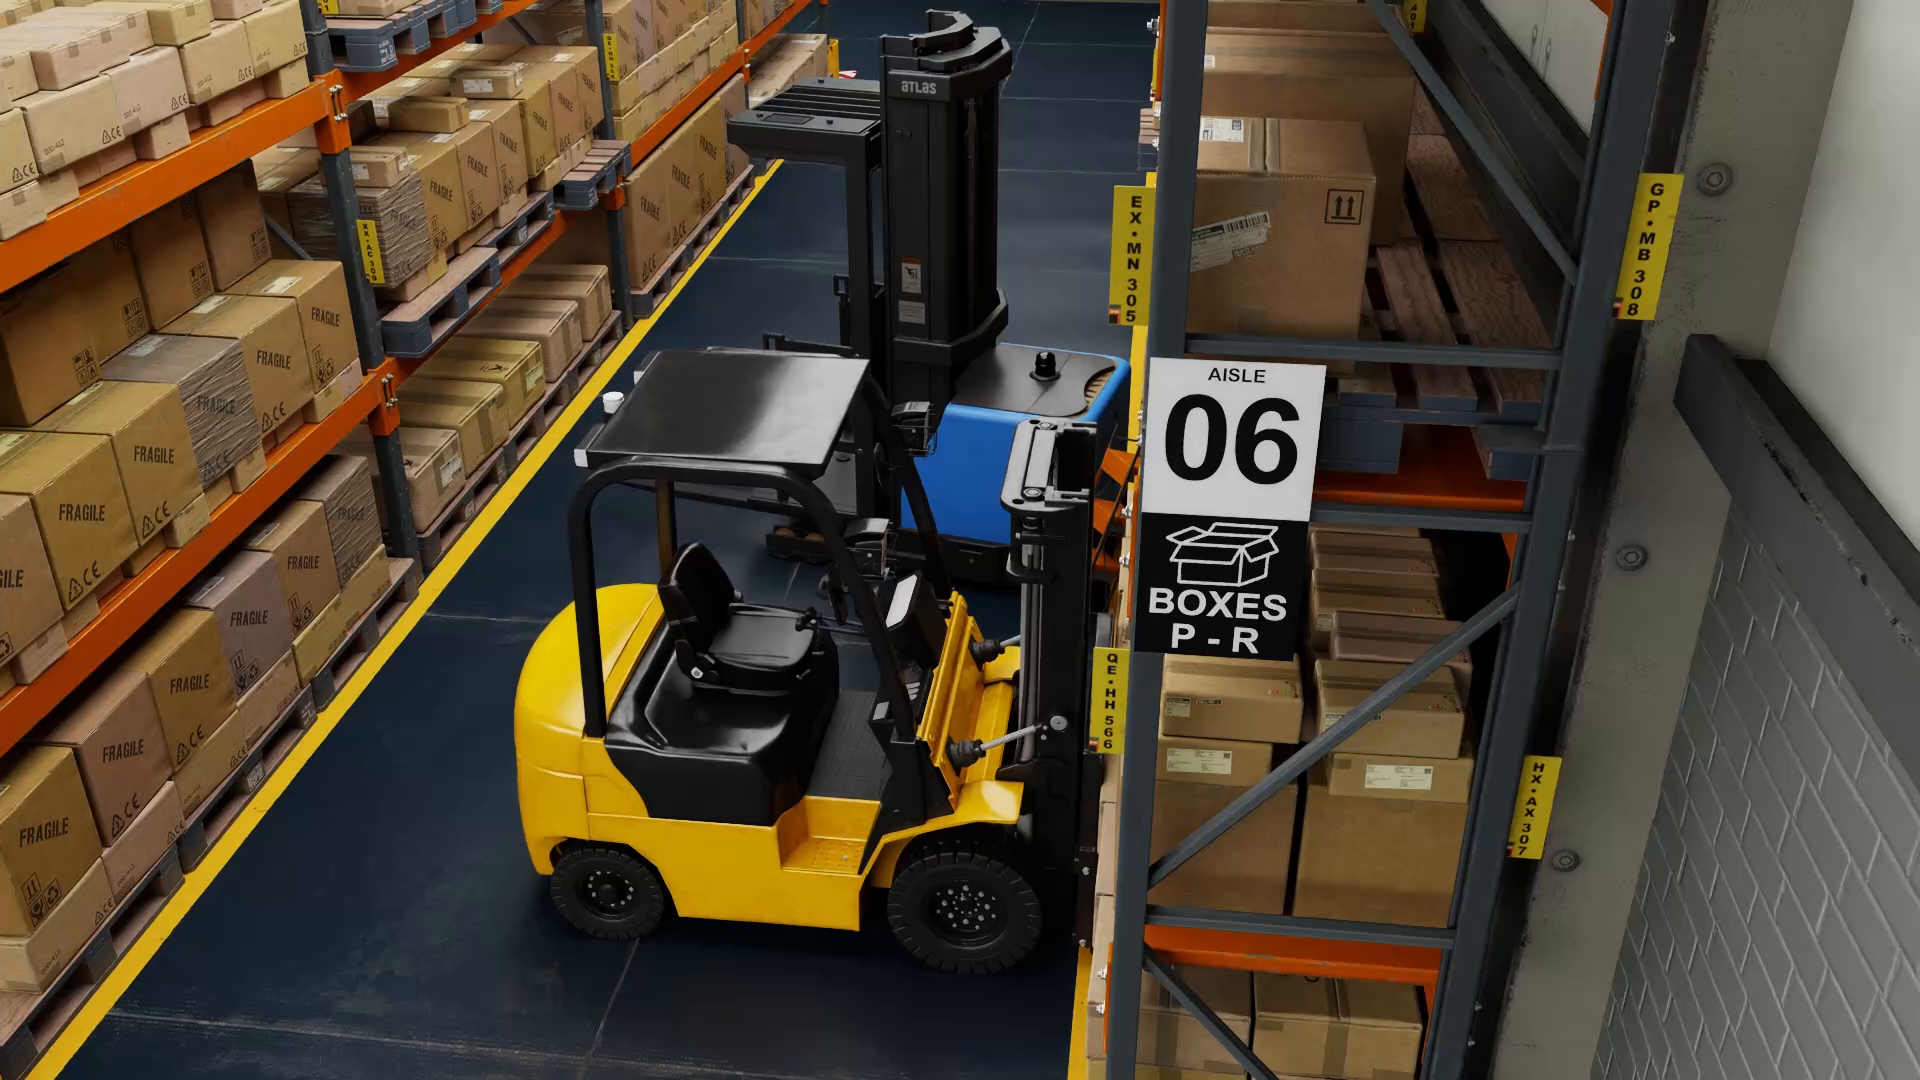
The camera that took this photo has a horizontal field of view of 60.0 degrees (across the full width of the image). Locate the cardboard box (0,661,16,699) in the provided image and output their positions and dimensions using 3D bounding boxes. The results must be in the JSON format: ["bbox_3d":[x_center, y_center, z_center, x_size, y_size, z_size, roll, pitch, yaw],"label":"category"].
[{"bbox_3d":[-3.621,0.510,5.906,0.380,0.149,0.250,2,28,5],"label":"cardboard box"}]

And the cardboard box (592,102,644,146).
[{"bbox_3d":[-2.708,-3.128,12.552,0.500,0.250,0.500,3,28,5],"label":"cardboard box"}]

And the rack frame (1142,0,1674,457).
[{"bbox_3d":[0.929,-1.567,3.171,1.000,3.000,0.127,3,28,6],"label":"rack frame"}]

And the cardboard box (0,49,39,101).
[{"bbox_3d":[-3.534,-1.644,5.900,0.380,0.149,0.250,4,29,7],"label":"cardboard box"}]

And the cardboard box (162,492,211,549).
[{"bbox_3d":[-3.422,-0.096,7.030,0.380,0.149,0.250,4,29,7],"label":"cardboard box"}]

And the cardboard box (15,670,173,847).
[{"bbox_3d":[-3.562,0.861,6.654,0.500,0.500,0.500,2,28,4],"label":"cardboard box"}]

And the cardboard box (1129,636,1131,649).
[{"bbox_3d":[0.801,0.539,5.481,0.500,0.500,0.500,4,29,8],"label":"cardboard box"}]

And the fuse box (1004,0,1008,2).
[{"bbox_3d":[0.697,-8.642,23.987,0.539,1.711,0.414,3,28,6],"label":"fuse box"}]

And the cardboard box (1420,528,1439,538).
[{"bbox_3d":[1.449,-0.138,5.740,0.380,0.149,0.250,3,28,5],"label":"cardboard box"}]

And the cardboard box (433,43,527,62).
[{"bbox_3d":[-3.302,-3.140,11.554,0.500,0.500,0.500,3,28,5],"label":"cardboard box"}]

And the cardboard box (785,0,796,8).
[{"bbox_3d":[-2.014,-5.824,17.293,0.500,0.500,0.500,4,29,8],"label":"cardboard box"}]

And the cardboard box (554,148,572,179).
[{"bbox_3d":[-2.810,-2.515,11.079,0.380,0.149,0.250,2,28,4],"label":"cardboard box"}]

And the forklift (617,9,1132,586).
[{"bbox_3d":[-0.592,-1.385,9.231,3.031,2.935,1.130,9,30,16],"label":"forklift"}]

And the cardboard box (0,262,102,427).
[{"bbox_3d":[-3.923,-0.792,6.584,0.700,0.500,0.500,3,28,6],"label":"cardboard box"}]

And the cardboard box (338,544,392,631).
[{"bbox_3d":[-3.313,0.224,8.628,0.500,0.250,0.500,5,29,9],"label":"cardboard box"}]

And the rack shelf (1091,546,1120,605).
[{"bbox_3d":[0.689,0.185,8.851,0.215,0.259,0.240,9,22,-30],"label":"rack shelf"}]

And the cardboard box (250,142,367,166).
[{"bbox_3d":[-3.619,-1.920,9.289,0.500,0.500,0.500,4,29,6],"label":"cardboard box"}]

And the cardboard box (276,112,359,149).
[{"bbox_3d":[-3.604,-2.297,9.305,0.380,0.149,0.250,3,28,5],"label":"cardboard box"}]

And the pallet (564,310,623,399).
[{"bbox_3d":[-3.115,-1.383,12.095,1.003,0.211,1.213,3,28,6],"label":"pallet"}]

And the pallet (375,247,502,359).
[{"bbox_3d":[-3.270,-1.363,9.319,1.003,0.211,1.213,3,28,6],"label":"pallet"}]

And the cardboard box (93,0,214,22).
[{"bbox_3d":[-3.406,-2.251,7.027,0.380,0.149,0.250,4,29,7],"label":"cardboard box"}]

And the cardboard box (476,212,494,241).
[{"bbox_3d":[-3.023,-1.902,9.939,0.380,0.149,0.250,4,29,7],"label":"cardboard box"}]

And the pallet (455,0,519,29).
[{"bbox_3d":[-3.202,-3.106,9.389,1.213,0.211,1.003,3,28,6],"label":"pallet"}]

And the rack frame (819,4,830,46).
[{"bbox_3d":[-2.037,-6.744,19.106,1.000,3.000,0.127,3,28,6],"label":"rack frame"}]

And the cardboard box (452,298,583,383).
[{"bbox_3d":[-3.179,-1.394,11.502,0.950,0.372,0.625,3,28,5],"label":"cardboard box"}]

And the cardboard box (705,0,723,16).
[{"bbox_3d":[-2.389,-4.877,14.480,0.500,0.500,0.500,4,29,7],"label":"cardboard box"}]

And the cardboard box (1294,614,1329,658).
[{"bbox_3d":[1.233,0.361,5.129,0.380,0.149,0.250,3,28,5],"label":"cardboard box"}]

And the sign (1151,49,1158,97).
[{"bbox_3d":[1.369,-3.194,11.379,0.100,0.325,0.005,3,28,6],"label":"sign"}]

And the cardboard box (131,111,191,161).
[{"bbox_3d":[-3.384,-1.656,6.763,0.380,0.149,0.250,4,29,8],"label":"cardboard box"}]

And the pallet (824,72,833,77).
[{"bbox_3d":[-2.058,-5.136,19.061,1.003,0.211,1.213,3,28,6],"label":"pallet"}]

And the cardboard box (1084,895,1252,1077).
[{"bbox_3d":[0.676,1.424,5.346,0.500,0.250,0.500,4,29,8],"label":"cardboard box"}]

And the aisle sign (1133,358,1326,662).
[{"bbox_3d":[0.629,-0.057,3.952,0.394,0.787,0.004,3,28,6],"label":"aisle sign"}]

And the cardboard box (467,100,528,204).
[{"bbox_3d":[-2.978,-2.370,10.125,0.500,0.500,0.500,2,28,4],"label":"cardboard box"}]

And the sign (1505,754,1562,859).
[{"bbox_3d":[1.479,0.693,4.305,0.100,0.325,0.005,3,28,6],"label":"sign"}]

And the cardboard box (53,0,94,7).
[{"bbox_3d":[-3.914,-2.280,7.080,0.380,0.149,0.250,2,28,5],"label":"cardboard box"}]

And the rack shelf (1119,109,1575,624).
[{"bbox_3d":[1.174,-0.872,5.801,1.077,0.370,4.000,3,28,6],"label":"rack shelf"}]

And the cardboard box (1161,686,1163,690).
[{"bbox_3d":[0.695,0.443,4.976,0.380,0.149,0.250,4,29,7],"label":"cardboard box"}]

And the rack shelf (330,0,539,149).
[{"bbox_3d":[-3.263,-3.041,9.828,1.077,0.370,4.000,3,28,6],"label":"rack shelf"}]

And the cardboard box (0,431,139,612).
[{"bbox_3d":[-3.543,-0.079,6.314,0.500,0.500,0.500,3,28,5],"label":"cardboard box"}]

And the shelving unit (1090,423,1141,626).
[{"bbox_3d":[0.782,-0.071,8.758,0.215,1.050,0.252,9,22,-30],"label":"shelving unit"}]

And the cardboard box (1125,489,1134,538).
[{"bbox_3d":[1.048,-0.014,8.016,0.500,0.250,0.500,3,28,5],"label":"cardboard box"}]

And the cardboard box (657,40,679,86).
[{"bbox_3d":[-2.573,-3.834,13.335,0.500,0.250,0.500,3,28,6],"label":"cardboard box"}]

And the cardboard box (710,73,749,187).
[{"bbox_3d":[-2.524,-3.815,15.465,0.875,0.875,0.875,4,29,8],"label":"cardboard box"}]

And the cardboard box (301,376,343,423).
[{"bbox_3d":[-3.268,-0.698,8.149,0.380,0.149,0.250,4,29,7],"label":"cardboard box"}]

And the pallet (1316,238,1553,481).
[{"bbox_3d":[1.041,-0.539,4.519,1.003,0.211,1.213,3,28,6],"label":"pallet"}]

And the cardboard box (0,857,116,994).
[{"bbox_3d":[-3.625,1.449,6.354,0.500,0.250,0.500,3,28,6],"label":"cardboard box"}]

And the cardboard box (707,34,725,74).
[{"bbox_3d":[-2.396,-4.330,14.783,0.500,0.250,0.500,3,28,5],"label":"cardboard box"}]

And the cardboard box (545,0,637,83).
[{"bbox_3d":[-2.714,-3.681,12.260,0.500,0.500,0.500,2,28,5],"label":"cardboard box"}]

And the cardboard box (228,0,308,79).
[{"bbox_3d":[-3.295,-2.257,7.459,0.500,0.250,0.500,3,28,6],"label":"cardboard box"}]

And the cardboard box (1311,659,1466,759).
[{"bbox_3d":[1.182,0.467,4.617,0.380,0.149,0.250,3,28,5],"label":"cardboard box"}]
